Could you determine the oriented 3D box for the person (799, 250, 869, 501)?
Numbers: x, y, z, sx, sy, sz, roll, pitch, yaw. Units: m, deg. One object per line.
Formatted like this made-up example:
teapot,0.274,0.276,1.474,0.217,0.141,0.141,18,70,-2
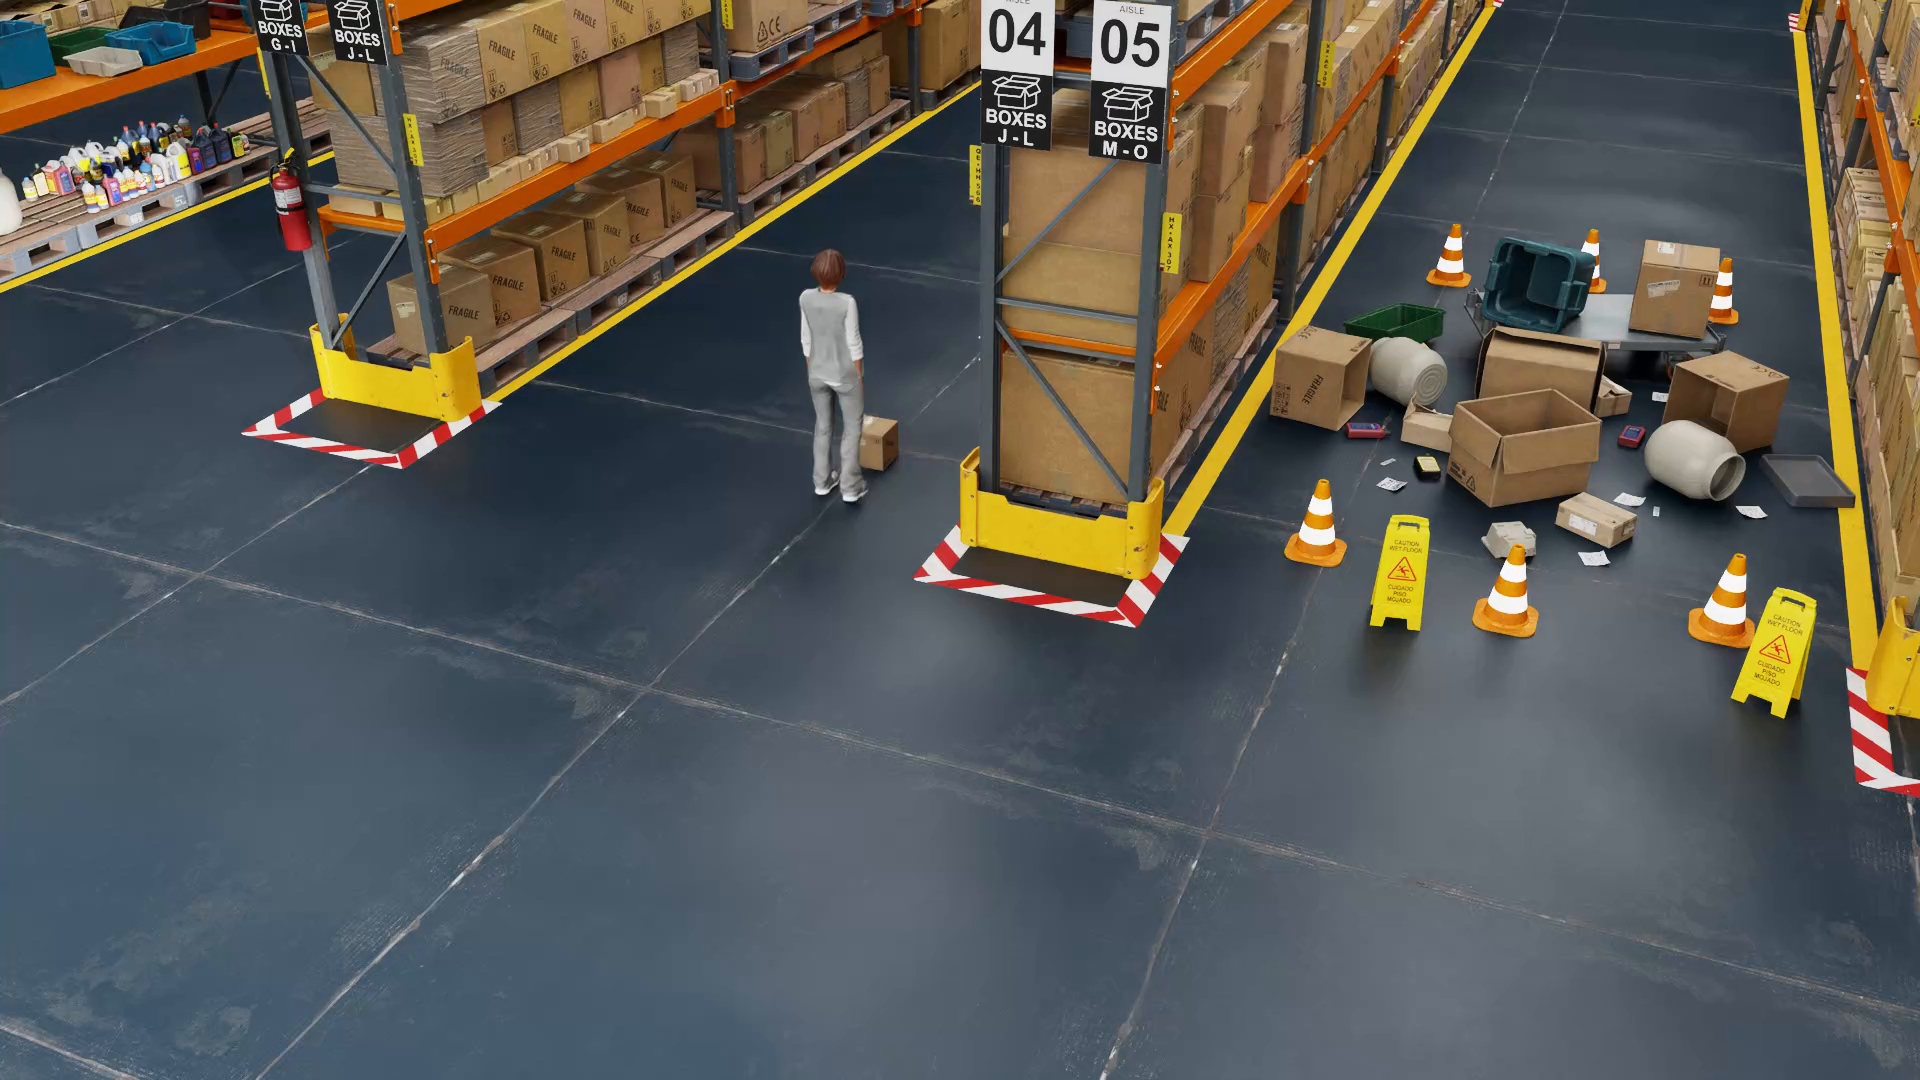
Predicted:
person,-0.772,-0.996,10.131,0.407,1.598,0.303,12,32,20
